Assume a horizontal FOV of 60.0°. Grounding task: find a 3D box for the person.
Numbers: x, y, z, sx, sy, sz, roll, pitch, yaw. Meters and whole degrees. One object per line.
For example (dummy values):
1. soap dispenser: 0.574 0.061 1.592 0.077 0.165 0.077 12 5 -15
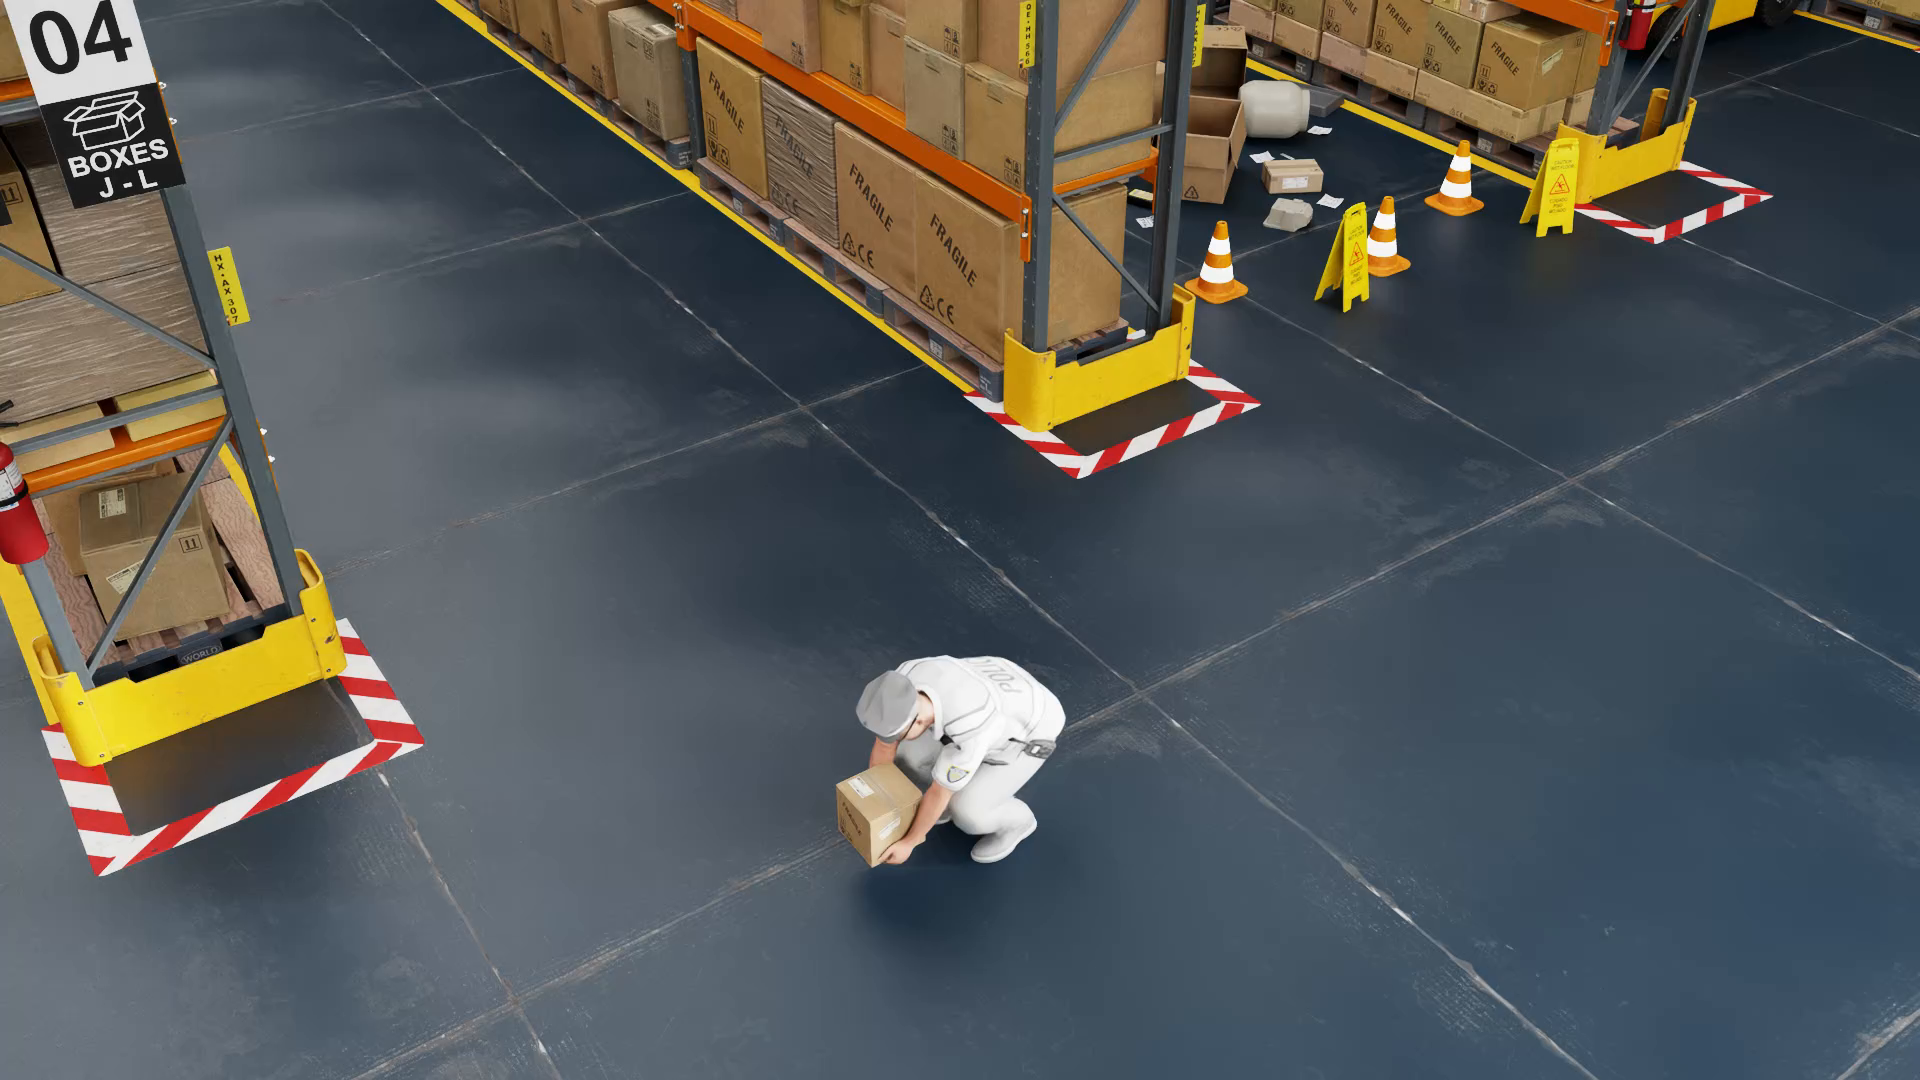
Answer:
1. person: -0.009 0.807 6.522 0.919 1.025 0.526 -24 42 -29
